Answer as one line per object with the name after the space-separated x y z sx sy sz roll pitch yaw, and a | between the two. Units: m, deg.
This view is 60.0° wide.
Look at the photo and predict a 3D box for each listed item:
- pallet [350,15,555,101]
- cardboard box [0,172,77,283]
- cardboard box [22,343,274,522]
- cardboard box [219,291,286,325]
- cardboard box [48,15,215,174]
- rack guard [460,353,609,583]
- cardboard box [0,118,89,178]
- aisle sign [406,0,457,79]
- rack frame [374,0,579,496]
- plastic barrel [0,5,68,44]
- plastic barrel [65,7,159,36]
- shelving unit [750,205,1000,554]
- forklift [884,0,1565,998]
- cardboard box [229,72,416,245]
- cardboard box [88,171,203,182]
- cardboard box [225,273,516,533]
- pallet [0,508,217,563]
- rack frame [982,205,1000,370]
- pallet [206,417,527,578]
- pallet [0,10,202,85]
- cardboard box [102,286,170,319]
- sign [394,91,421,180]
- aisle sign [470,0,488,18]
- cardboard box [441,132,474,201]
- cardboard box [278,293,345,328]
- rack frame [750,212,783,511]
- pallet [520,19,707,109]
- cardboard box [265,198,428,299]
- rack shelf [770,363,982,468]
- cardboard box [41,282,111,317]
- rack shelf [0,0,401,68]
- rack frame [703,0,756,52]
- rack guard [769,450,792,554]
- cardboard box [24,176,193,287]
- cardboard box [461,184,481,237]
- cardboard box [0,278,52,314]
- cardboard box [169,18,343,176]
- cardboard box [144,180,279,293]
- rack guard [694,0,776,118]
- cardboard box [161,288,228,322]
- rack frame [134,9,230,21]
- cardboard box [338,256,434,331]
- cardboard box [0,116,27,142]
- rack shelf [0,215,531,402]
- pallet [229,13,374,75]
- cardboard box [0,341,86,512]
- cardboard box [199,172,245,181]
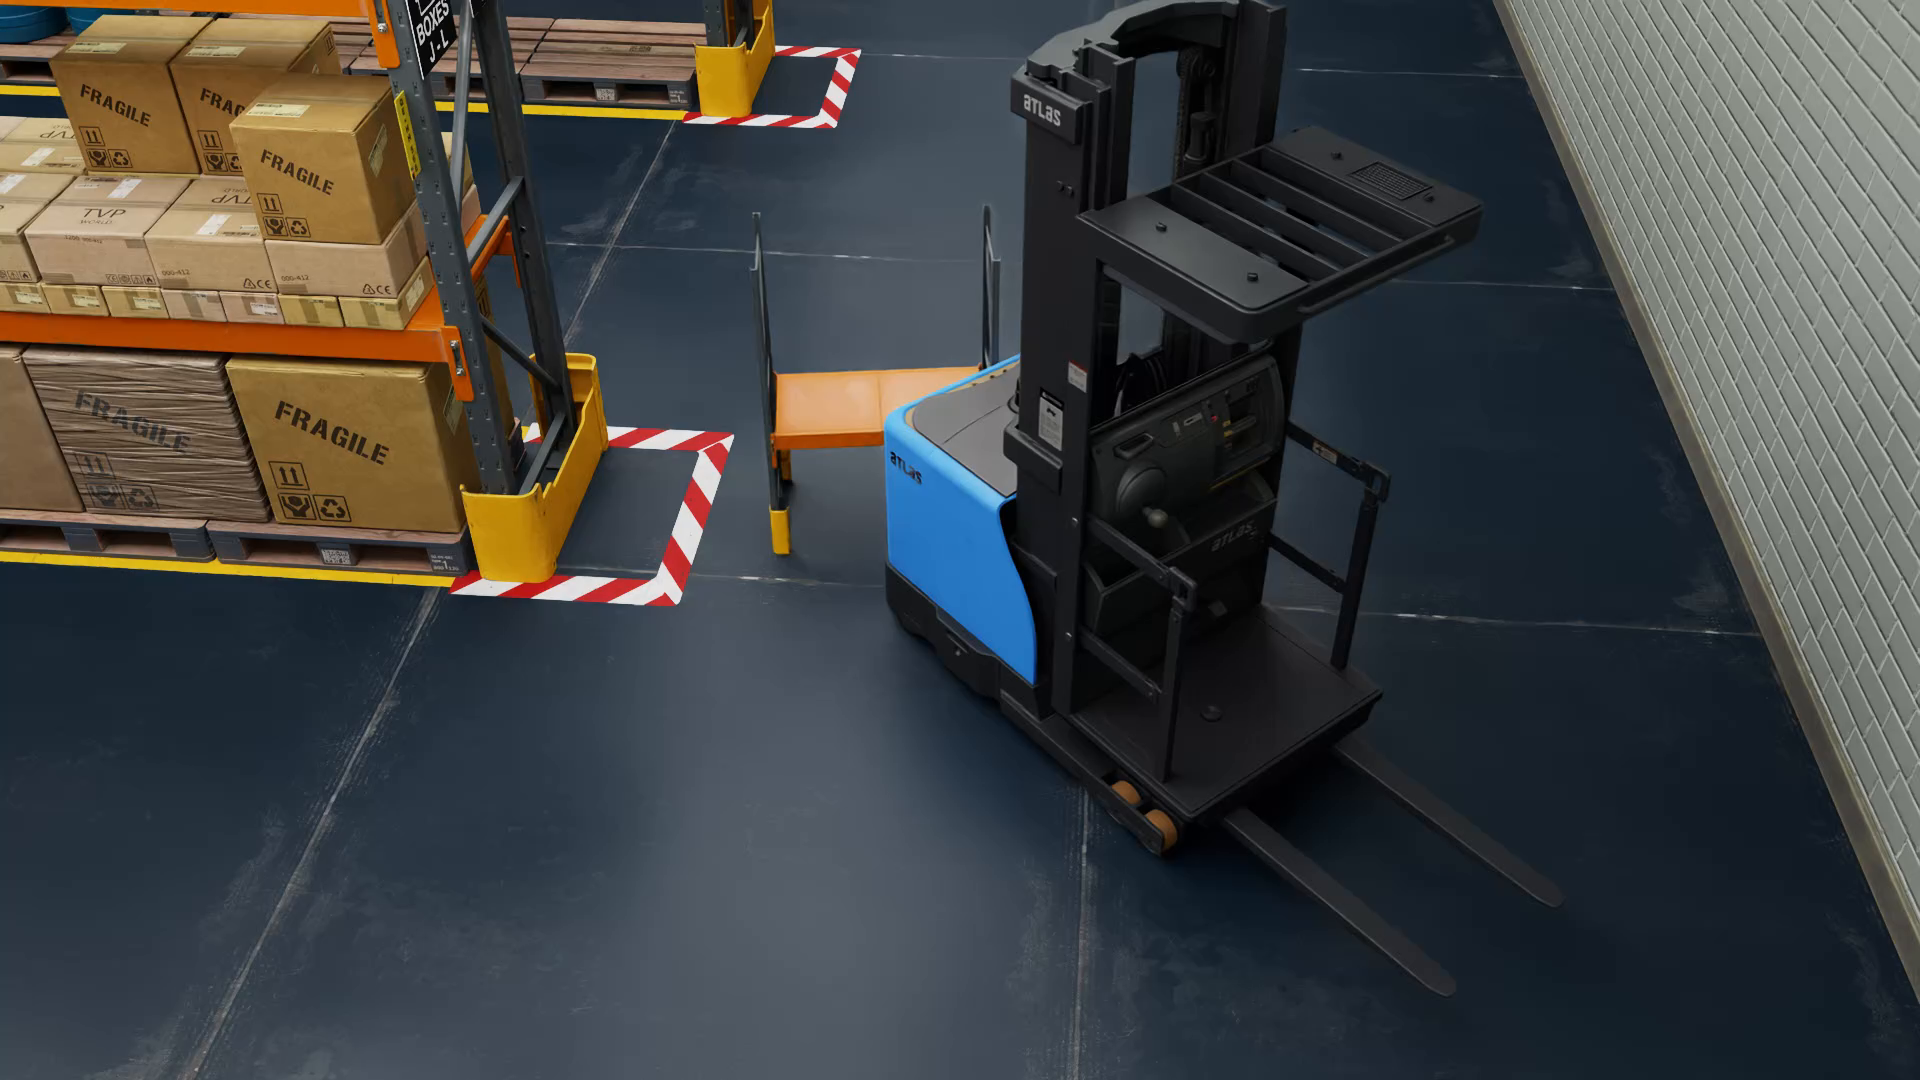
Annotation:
-3.642 -3.509 12.065 1.213 0.211 1.003 3 39 4 | pallet
-4.077 -1.336 7.069 0.500 0.250 0.500 3 39 4 | cardboard box
-3.590 -0.711 7.769 0.875 0.875 0.875 3 39 4 | cardboard box
-2.933 -1.081 7.071 0.250 0.149 0.380 3 39 4 | cardboard box
-3.509 -1.934 7.209 0.500 0.500 0.500 2 39 3 | cardboard box
-2.015 -0.368 7.976 0.348 0.500 1.175 3 39 4 | rack guard
-4.033 -1.670 7.480 0.500 0.250 0.500 2 39 3 | cardboard box
-1.993 -2.154 6.131 0.004 0.787 0.394 3 39 4 | aisle sign
-2.039 -1.338 7.189 0.127 3.000 1.000 3 39 4 | rack frame
-6.843 -4.099 11.910 0.708 0.901 0.600 3 39 4 | plastic barrel
-6.138 -4.061 11.863 0.708 0.901 0.600 3 39 4 | plastic barrel
-0.362 -0.725 7.623 1.083 1.500 0.587 -3 39 -3 | shelving unit
0.977 -0.286 5.950 1.130 2.935 3.031 -27 46 -29 | forklift
-2.547 -1.548 6.735 0.500 0.500 0.500 4 39 4 | cardboard box
-3.513 -1.645 7.449 0.500 0.250 0.500 2 39 2 | cardboard box
-2.684 -0.662 7.708 0.875 0.875 0.875 3 39 4 | cardboard box
-4.055 -0.319 8.146 1.213 0.211 1.003 3 39 4 | pallet
0.136 -0.748 7.651 0.032 1.500 0.500 -3 39 -3 | rack frame
-2.843 -0.251 8.062 1.213 0.211 1.003 3 39 4 | pallet
-6.362 -3.658 12.247 1.213 0.211 1.003 3 39 4 | pallet
-3.440 -1.108 7.104 0.250 0.149 0.380 2 39 3 | cardboard box
-2.100 -1.539 6.330 0.005 0.325 0.100 3 39 4 | sign
-1.942 -2.531 6.595 0.004 0.787 0.394 3 39 4 | aisle sign
-2.494 -1.591 7.383 0.500 0.250 0.500 2 39 3 | cardboard box
-2.682 -1.066 7.053 0.250 0.149 0.380 4 39 4 | cardboard box
-0.878 -0.702 7.594 0.032 1.500 0.500 -3 39 -3 | rack frame
-2.430 -3.441 11.981 1.213 0.211 1.003 3 39 4 | pallet
-2.545 -1.255 6.969 0.500 0.250 0.500 3 39 3 | cardboard box
-0.371 -0.585 7.736 1.000 0.185 0.538 -3 39 -3 | rack shelf
-3.699 -1.122 7.121 0.250 0.149 0.380 3 39 4 | cardboard box
-4.032 -2.332 6.603 4.000 0.370 1.077 3 39 4 | rack shelf
-1.612 -4.453 11.016 0.127 3.000 1.000 3 39 4 | rack frame
-0.859 -0.218 7.990 0.087 0.250 0.587 -3 39 -3 | rack guard
-3.557 -1.311 7.038 0.500 0.250 0.500 2 39 2 | cardboard box
-2.365 -1.468 7.547 0.250 0.149 0.380 4 39 4 | cardboard box
-3.945 -1.137 7.140 0.250 0.149 0.380 4 39 5 | cardboard box
-2.992 -1.910 7.179 0.500 0.500 0.500 2 39 3 | cardboard box
-3.050 -1.283 7.004 0.500 0.250 0.500 2 39 3 | cardboard box
-1.587 -3.491 11.813 0.348 0.500 1.175 3 39 4 | rack guard
-3.181 -1.095 7.089 0.250 0.149 0.380 4 39 5 | cardboard box
-5.597 -4.671 11.283 0.127 3.000 1.000 3 39 4 | rack frame
-2.422 -1.053 7.037 0.250 0.149 0.380 4 39 5 | cardboard box
-4.538 -1.700 7.516 0.500 0.250 0.500 4 39 5 | cardboard box
-4.032 -1.168 7.549 4.000 0.370 1.077 3 39 4 | rack shelf
-4.861 -3.574 12.144 1.213 0.211 1.003 3 39 4 | pallet
-4.477 -0.760 7.828 0.875 0.875 0.875 3 39 4 | cardboard box
-3.013 -1.616 7.412 0.500 0.250 0.500 3 39 3 | cardboard box
